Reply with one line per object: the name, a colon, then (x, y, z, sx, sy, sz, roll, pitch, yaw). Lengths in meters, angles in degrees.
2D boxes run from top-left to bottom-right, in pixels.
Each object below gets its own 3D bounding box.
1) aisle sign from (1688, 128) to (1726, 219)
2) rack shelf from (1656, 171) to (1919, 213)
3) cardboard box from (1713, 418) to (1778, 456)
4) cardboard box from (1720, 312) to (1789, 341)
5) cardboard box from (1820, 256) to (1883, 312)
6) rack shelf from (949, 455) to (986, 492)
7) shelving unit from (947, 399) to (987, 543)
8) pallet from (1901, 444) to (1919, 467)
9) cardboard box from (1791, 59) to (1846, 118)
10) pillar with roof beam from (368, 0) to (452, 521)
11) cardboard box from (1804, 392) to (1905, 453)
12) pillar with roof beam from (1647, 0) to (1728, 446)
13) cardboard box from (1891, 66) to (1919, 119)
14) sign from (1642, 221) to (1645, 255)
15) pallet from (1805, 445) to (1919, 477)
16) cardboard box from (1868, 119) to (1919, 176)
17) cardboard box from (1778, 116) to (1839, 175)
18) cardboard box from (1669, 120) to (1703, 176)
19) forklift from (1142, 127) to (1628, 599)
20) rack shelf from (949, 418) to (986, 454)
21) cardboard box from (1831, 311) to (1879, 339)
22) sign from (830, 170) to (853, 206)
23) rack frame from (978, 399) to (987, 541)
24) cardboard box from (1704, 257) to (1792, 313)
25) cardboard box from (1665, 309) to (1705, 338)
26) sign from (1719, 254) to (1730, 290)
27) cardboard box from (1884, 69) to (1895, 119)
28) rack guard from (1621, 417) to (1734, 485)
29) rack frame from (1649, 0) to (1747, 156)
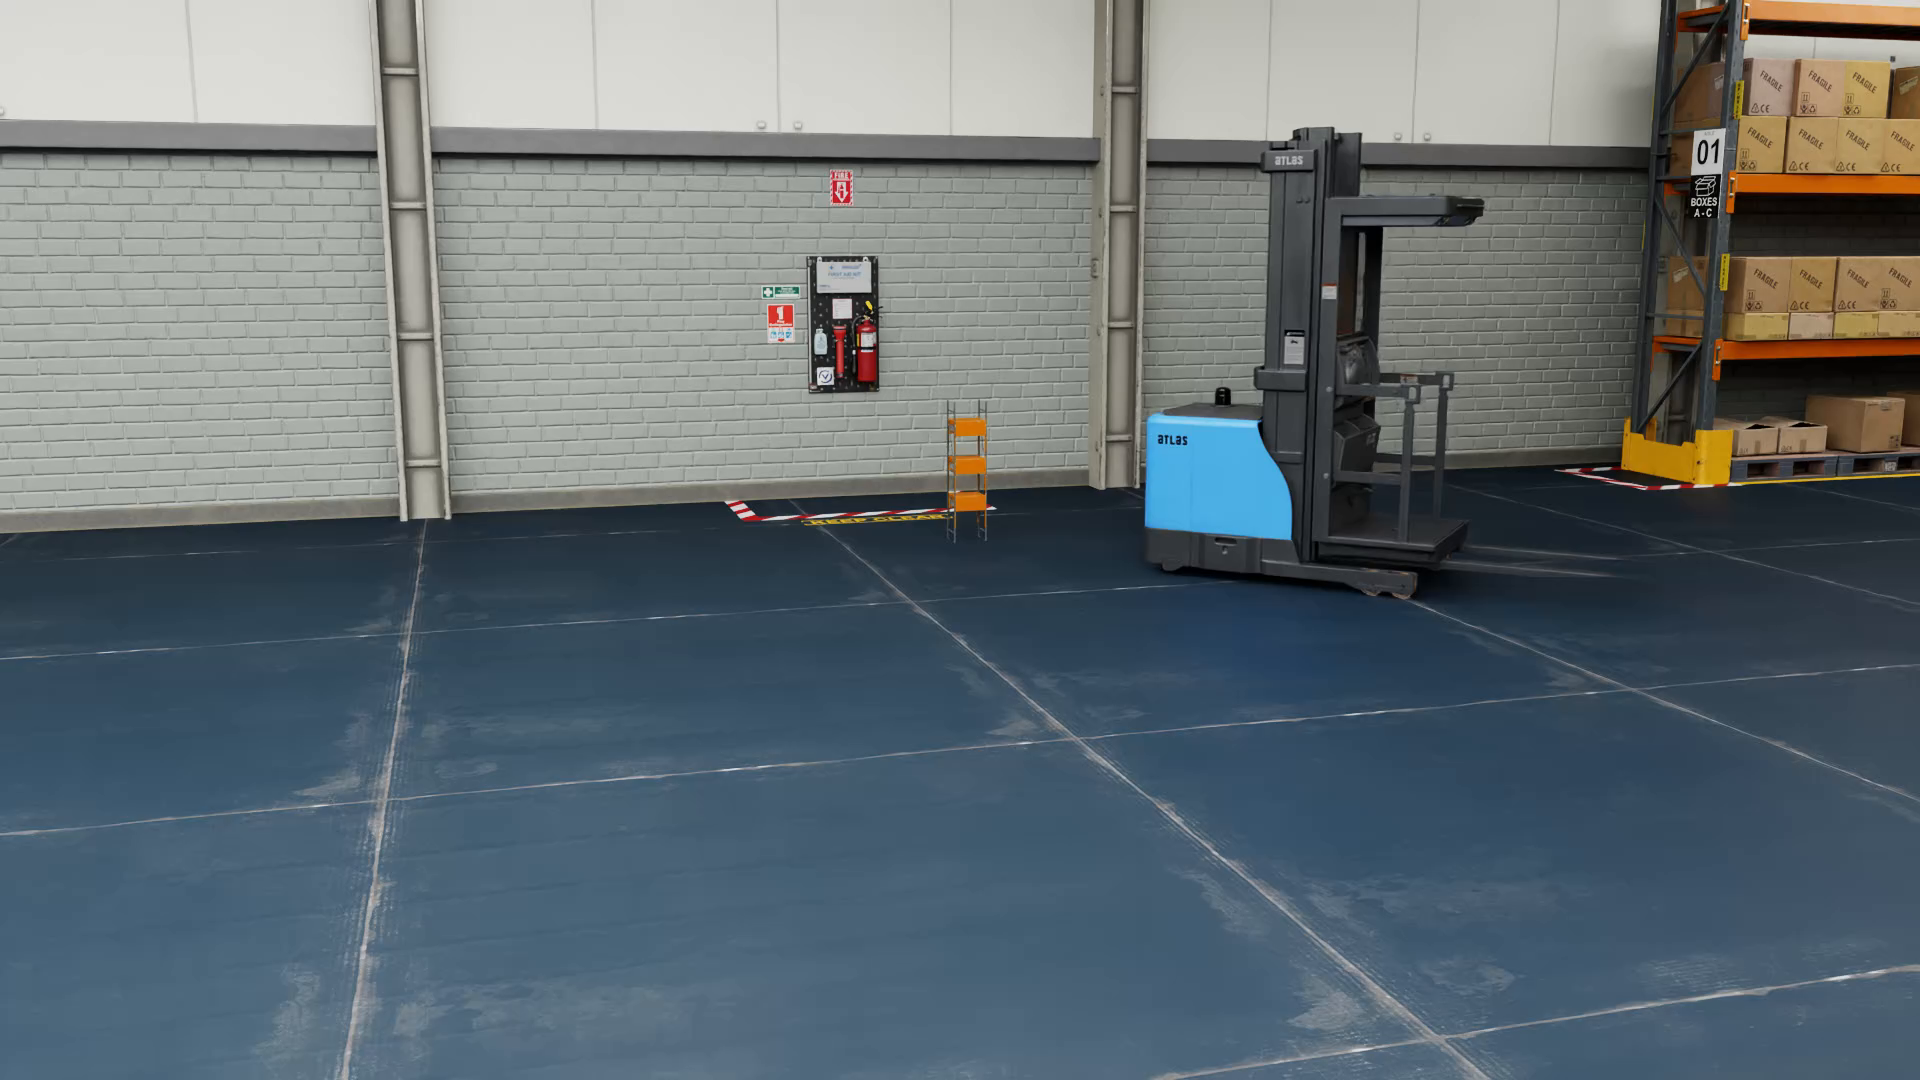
aisle sign: (6.754, -3.308, 15.048, 0.004, 0.787, 0.394, -3, 11, -16)
rack shelf: (8.659, -3.307, 15.930, 4.000, 0.370, 1.077, -3, 11, -16)
cardboard box: (7.428, -0.998, 15.895, 0.500, 0.311, 0.500, -4, 11, -22)
cardboard box: (7.296, -1.990, 15.432, 0.500, 0.250, 0.500, -3, 11, -18)
cardboard box: (8.256, -2.410, 15.640, 0.500, 0.500, 0.500, -3, 11, -18)
rack shelf: (0.051, -0.509, 12.468, 0.240, 0.259, 0.215, -3, 11, -16)
shelving unit: (0.051, -0.519, 12.466, 0.252, 1.050, 0.215, -3, 11, -16)
pallet: (9.944, -0.876, 16.720, 1.213, 0.211, 1.003, -3, 11, -16)
cardboard box: (7.672, -4.105, 15.180, 0.500, 0.500, 0.500, -3, 11, -17)
pillar with roof beam: (-3.149, -3.865, 8.689, 0.400, 9.000, 9.100, -3, 11, -16)
cardboard box: (8.694, -1.149, 16.189, 0.500, 0.500, 0.700, -4, 11, -20)
pillar with roof beam: (8.372, -4.473, 11.987, 0.400, 9.000, 9.100, -3, 11, -16)
cardboard box: (9.152, -4.183, 15.605, 0.500, 0.500, 0.500, -3, 11, -18)
sign: (6.603, -2.907, 15.982, 0.005, 0.325, 0.100, -3, 11, -16)
pallet: (8.771, -0.813, 16.381, 1.213, 0.211, 1.003, -3, 11, -16)
cardboard box: (8.661, -3.671, 15.588, 0.500, 0.500, 0.500, -2, 11, -12)
cardboard box: (7.655, -3.613, 15.274, 0.500, 0.500, 0.500, -2, 11, -12)
cardboard box: (7.069, -3.684, 15.658, 0.500, 0.500, 0.500, -2, 11, -12)
forklift: (2.794, -1.179, 10.856, 3.031, 2.935, 1.130, 5, 12, 27)
rack shelf: (0.051, -0.788, 12.417, 0.240, 0.259, 0.215, -3, 11, -16)
cardboard box: (8.281, -2.044, 15.723, 0.500, 0.250, 0.500, -3, 11, -17)
sign: (-1.011, -3.006, 14.185, 0.199, 0.298, 0.001, -3, 11, -16)
rack frame: (0.169, -0.525, 12.500, 0.008, 1.050, 0.200, -3, 11, -16)
cardboard box: (7.281, -2.362, 15.378, 0.500, 0.500, 0.500, -3, 11, -16)
cardboard box: (7.133, -2.078, 15.910, 0.500, 0.250, 0.500, -3, 11, -15)
sign: (6.891, -2.416, 14.996, 0.005, 0.325, 0.100, -3, 11, -16)
cardboard box: (8.565, -4.253, 15.985, 0.500, 0.500, 0.500, -3, 11, -16)
rack guard: (6.812, -0.859, 15.834, 0.348, 0.500, 1.175, -3, 11, -16)
rack frame: (6.739, -5.035, 15.043, 0.127, 3.000, 1.000, -3, 11, -16)
